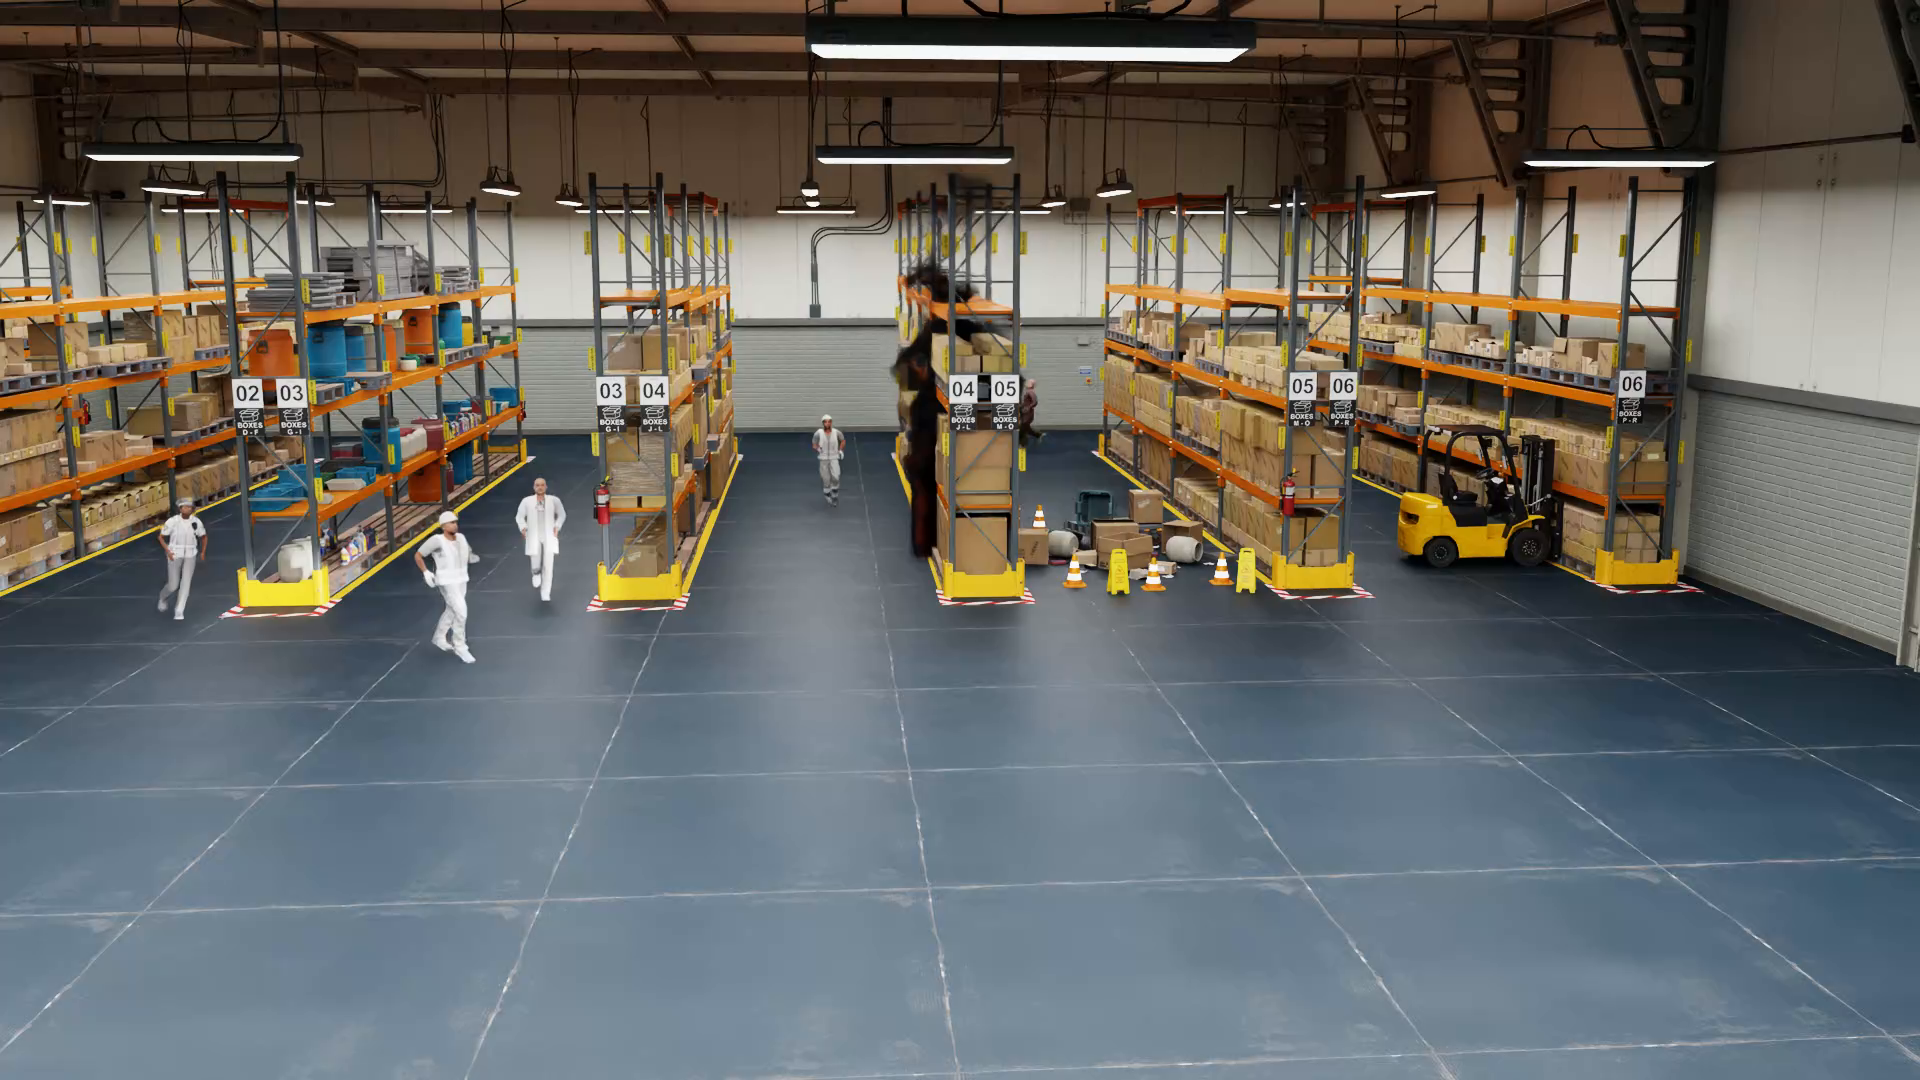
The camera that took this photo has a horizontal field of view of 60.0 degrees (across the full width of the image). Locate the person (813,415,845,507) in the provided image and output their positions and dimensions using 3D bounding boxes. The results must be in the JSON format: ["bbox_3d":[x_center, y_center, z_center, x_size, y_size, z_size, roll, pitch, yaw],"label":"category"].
[{"bbox_3d":[-2.506,-1.510,31.870,0.628,1.785,0.688,-1,10,-5],"label":"person"}]

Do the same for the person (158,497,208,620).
[{"bbox_3d":[-10.609,0.220,22.724,0.658,1.640,0.654,-8,13,-38],"label":"person"}]

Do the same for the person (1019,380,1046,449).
[{"bbox_3d":[1.740,-3.128,41.416,0.822,1.736,0.722,0,10,-1],"label":"person"}]

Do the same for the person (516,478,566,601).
[{"bbox_3d":[-5.995,-0.026,23.858,0.704,1.721,0.778,-3,10,-15],"label":"person"}]

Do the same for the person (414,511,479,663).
[{"bbox_3d":[-6.226,0.565,20.352,0.803,1.846,0.663,4,11,22],"label":"person"}]
